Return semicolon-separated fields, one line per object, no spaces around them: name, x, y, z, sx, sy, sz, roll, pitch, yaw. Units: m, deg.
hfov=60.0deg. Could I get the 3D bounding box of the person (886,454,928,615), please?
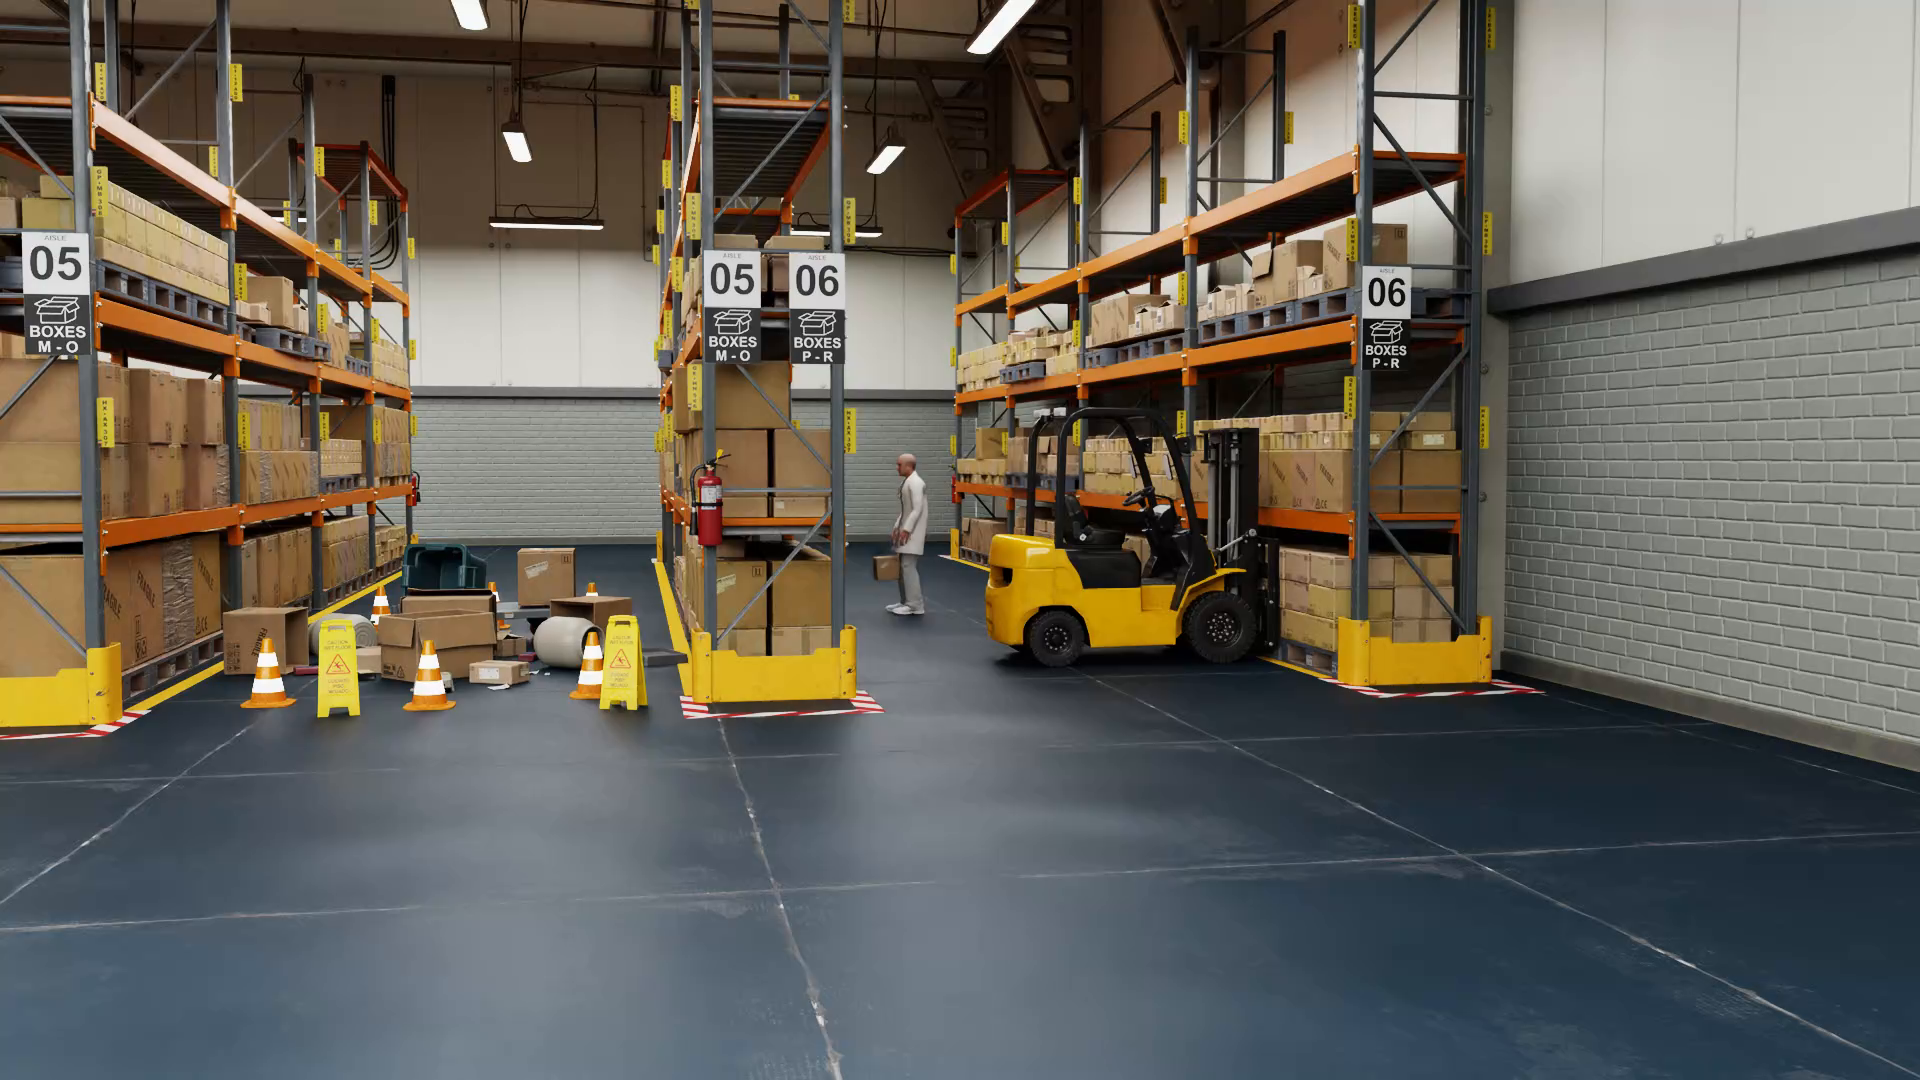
person;-0.575;-0.070;18.460;0.421;1.777;0.591;-1;3;-13
